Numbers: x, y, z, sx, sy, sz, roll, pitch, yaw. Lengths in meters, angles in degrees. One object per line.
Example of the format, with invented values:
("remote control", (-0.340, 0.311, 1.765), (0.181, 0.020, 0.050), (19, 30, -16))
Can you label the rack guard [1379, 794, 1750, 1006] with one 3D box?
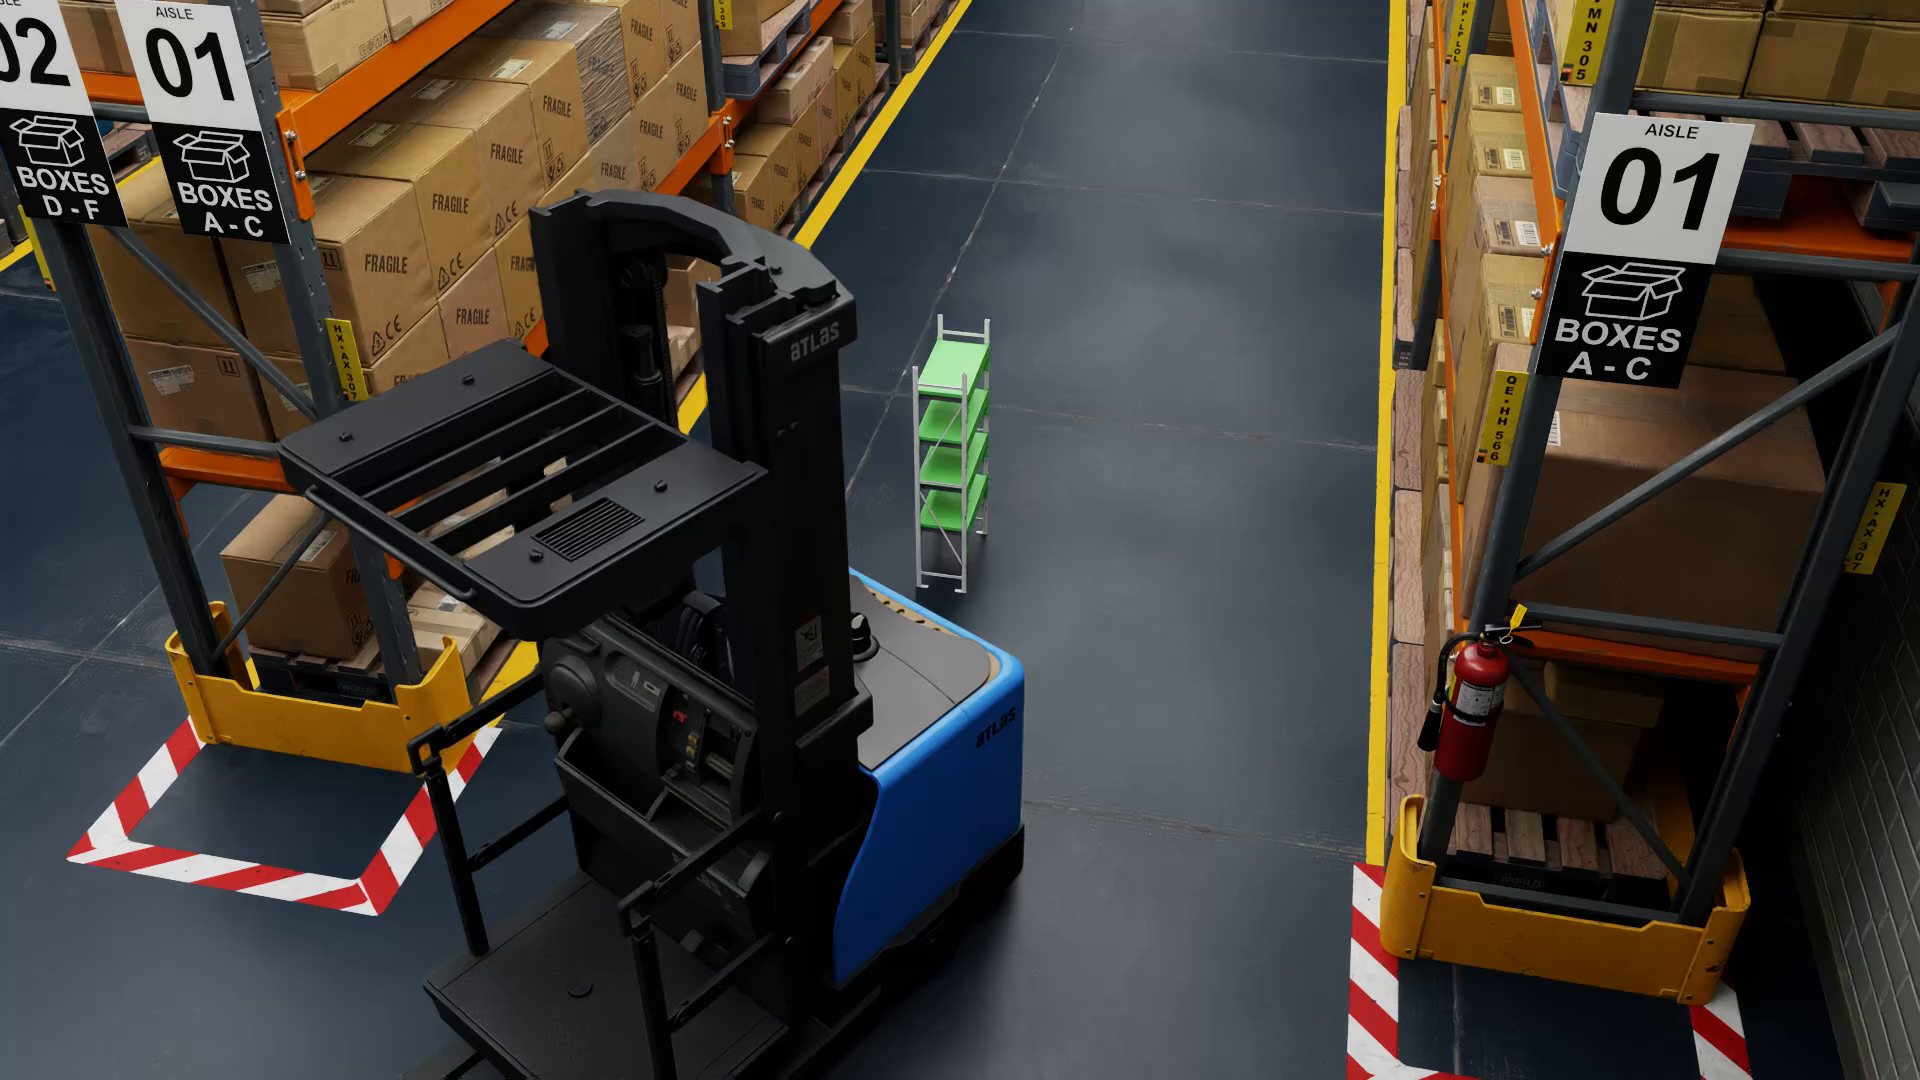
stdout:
("rack guard", (2.158, 1.301, 6.029), (1.175, 0.500, 0.348), (7, 37, 10))

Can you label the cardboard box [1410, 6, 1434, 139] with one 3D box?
("cardboard box", (3.587, -3.205, 11.591), (0.750, 0.750, 0.750), (7, 36, 9))

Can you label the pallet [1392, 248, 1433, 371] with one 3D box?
("pallet", (3.109, -1.341, 9.920), (1.003, 0.211, 1.213), (7, 37, 10))

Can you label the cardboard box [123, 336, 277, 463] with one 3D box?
("cardboard box", (-2.847, -0.675, 6.540), (0.500, 0.500, 0.500), (8, 37, 11))

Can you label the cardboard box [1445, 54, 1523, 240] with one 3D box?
("cardboard box", (2.886, -1.830, 7.964), (0.980, 0.700, 0.700), (8, 37, 11))

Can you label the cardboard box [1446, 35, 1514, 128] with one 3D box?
("cardboard box", (2.870, -2.483, 8.764), (0.500, 0.500, 0.500), (7, 36, 9))

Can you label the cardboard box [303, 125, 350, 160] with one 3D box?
("cardboard box", (-2.743, -1.368, 6.644), (0.500, 0.500, 0.500), (8, 37, 11))

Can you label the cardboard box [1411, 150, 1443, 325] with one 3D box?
("cardboard box", (3.030, -1.706, 9.522), (0.750, 0.750, 0.750), (8, 37, 11))

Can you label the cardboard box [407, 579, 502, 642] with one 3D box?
("cardboard box", (-2.198, 0.285, 7.340), (0.380, 0.166, 0.250), (7, 37, 10))

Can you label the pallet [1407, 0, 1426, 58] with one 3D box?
("pallet", (4.303, -4.327, 14.040), (1.003, 0.211, 1.213), (7, 37, 10))

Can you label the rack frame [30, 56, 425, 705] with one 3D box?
("rack frame", (-2.677, -0.343, 6.168), (1.000, 3.000, 0.127), (7, 37, 10))

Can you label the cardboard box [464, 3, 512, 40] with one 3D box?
("cardboard box", (-2.418, -2.257, 7.870), (0.500, 0.500, 0.500), (6, 36, 9))

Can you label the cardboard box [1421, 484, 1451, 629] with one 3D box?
("cardboard box", (2.429, 0.128, 7.289), (0.700, 0.500, 0.500), (6, 36, 8))

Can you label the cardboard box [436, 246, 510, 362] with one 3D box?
("cardboard box", (-2.219, -0.902, 6.853), (0.500, 0.500, 0.500), (7, 37, 10))

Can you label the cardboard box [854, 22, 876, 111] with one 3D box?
("cardboard box", (-0.938, -3.530, 12.320), (0.500, 0.500, 0.500), (9, 37, 12))

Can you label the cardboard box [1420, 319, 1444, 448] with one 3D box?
("cardboard box", (2.758, -0.760, 8.515), (0.700, 0.500, 0.500), (8, 37, 11))

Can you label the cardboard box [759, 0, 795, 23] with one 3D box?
("cardboard box", (-1.418, -3.493, 10.070), (0.700, 0.500, 0.500), (13, 38, 17))

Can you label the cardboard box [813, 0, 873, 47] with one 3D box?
("cardboard box", (-0.946, -3.801, 12.055), (0.500, 0.250, 0.500), (9, 37, 12))

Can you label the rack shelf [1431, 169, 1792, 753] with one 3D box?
("rack shelf", (2.591, -0.580, 7.107), (1.077, 0.370, 4.000), (7, 37, 10))

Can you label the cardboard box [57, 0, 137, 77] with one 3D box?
("cardboard box", (-2.825, -1.825, 5.783), (0.500, 0.250, 0.500), (7, 37, 10))

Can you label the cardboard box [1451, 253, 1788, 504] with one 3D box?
("cardboard box", (2.407, -0.558, 6.208), (0.980, 0.700, 0.700), (7, 37, 10))

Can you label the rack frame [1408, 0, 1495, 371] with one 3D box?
("rack frame", (3.018, -2.018, 8.478), (1.000, 3.000, 0.127), (7, 37, 10))

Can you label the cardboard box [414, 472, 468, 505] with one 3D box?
("cardboard box", (-2.569, -0.292, 8.064), (0.500, 0.250, 0.500), (7, 37, 10))

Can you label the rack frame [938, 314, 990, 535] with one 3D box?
("rack frame", (0.017, -0.531, 7.960), (0.240, 1.200, 0.015), (7, 37, 10))

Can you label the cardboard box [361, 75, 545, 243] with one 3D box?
("cardboard box", (-2.108, -1.597, 6.960), (0.500, 0.500, 0.500), (8, 37, 11))

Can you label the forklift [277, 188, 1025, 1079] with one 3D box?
("forklift", (-1.098, 0.582, 4.949), (1.130, 2.935, 3.031), (27, 44, 32))

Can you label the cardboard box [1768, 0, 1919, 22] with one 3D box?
("cardboard box", (2.555, -1.781, 4.641), (0.500, 0.500, 0.500), (6, 36, 8))

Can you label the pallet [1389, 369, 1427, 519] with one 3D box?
("pallet", (2.779, -0.463, 8.708), (1.003, 0.211, 1.213), (7, 37, 10))

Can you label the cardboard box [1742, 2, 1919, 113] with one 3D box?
("cardboard box", (2.559, -1.477, 4.860), (0.500, 0.250, 0.500), (9, 37, 12))

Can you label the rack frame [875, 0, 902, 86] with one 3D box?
("rack frame", (-0.968, -4.930, 12.496), (1.000, 3.000, 0.127), (7, 37, 10))

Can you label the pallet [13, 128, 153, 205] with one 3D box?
("pallet", (-6.455, -2.568, 11.613), (1.003, 0.211, 1.213), (7, 37, 10))

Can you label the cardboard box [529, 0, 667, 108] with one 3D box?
("cardboard box", (-1.784, -2.465, 8.159), (0.500, 0.500, 0.500), (7, 36, 9))

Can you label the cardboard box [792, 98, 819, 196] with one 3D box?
("cardboard box", (-1.264, -2.642, 11.095), (0.500, 0.500, 0.500), (8, 37, 11))

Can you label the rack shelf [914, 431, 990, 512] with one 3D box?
("rack shelf", (-0.035, -0.339, 7.804), (0.258, 0.148, 0.480), (7, 37, 10))

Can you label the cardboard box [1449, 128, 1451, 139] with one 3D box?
("cardboard box", (2.813, -2.153, 8.862), (0.380, 0.149, 0.250), (8, 37, 10))

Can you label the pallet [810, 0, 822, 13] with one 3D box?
("pallet", (-1.379, -3.737, 11.013), (1.003, 0.211, 1.213), (7, 37, 10))

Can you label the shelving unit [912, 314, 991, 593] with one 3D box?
("shelving unit", (-0.035, -0.391, 7.767), (0.258, 1.200, 0.503), (7, 37, 10))

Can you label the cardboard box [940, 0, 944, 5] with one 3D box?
("cardboard box", (-0.358, -4.837, 14.353), (0.500, 0.250, 0.500), (6, 36, 9))

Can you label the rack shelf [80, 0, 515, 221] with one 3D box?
("rack shelf", (-2.250, -2.413, 7.081), (1.077, 0.370, 4.000), (7, 37, 10))

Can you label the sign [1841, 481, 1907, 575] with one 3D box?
("sign", (2.704, -0.034, 4.936), (0.100, 0.325, 0.005), (7, 37, 10))

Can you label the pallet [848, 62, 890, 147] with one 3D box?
("pallet", (-1.164, -3.377, 12.730), (1.003, 0.211, 1.213), (7, 37, 10))

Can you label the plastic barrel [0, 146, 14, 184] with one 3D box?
("plastic barrel", (-6.528, -2.890, 11.111), (0.600, 0.901, 0.708), (7, 37, 10))

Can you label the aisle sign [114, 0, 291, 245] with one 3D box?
("aisle sign", (-2.404, -1.320, 5.300), (0.394, 0.787, 0.004), (7, 37, 10))

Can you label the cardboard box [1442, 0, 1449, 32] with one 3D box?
("cardboard box", (3.187, -3.351, 9.961), (0.500, 0.500, 0.500), (8, 37, 11))

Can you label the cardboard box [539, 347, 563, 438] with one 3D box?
("cardboard box", (-2.219, -0.726, 8.448), (0.797, 0.503, 0.637), (7, 37, 10))

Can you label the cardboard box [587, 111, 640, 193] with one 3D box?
("cardboard box", (-1.895, -1.768, 8.048), (0.500, 0.500, 0.500), (8, 37, 11))

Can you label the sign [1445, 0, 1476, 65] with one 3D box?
("sign", (2.486, -2.517, 8.248), (0.100, 0.325, 0.005), (7, 37, 10))

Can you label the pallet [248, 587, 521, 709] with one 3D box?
("pallet", (-2.491, 0.285, 7.677), (1.003, 0.211, 1.213), (7, 37, 10))

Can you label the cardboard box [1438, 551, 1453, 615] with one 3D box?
("cardboard box", (2.118, 0.198, 6.640), (0.380, 0.149, 0.250), (8, 37, 11))

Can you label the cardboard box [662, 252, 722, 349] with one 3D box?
("cardboard box", (-1.667, -1.440, 9.436), (0.500, 0.500, 0.500), (7, 37, 10))

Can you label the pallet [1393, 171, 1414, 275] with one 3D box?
("pallet", (3.367, -2.042, 10.888), (1.003, 0.211, 1.213), (7, 37, 10))
